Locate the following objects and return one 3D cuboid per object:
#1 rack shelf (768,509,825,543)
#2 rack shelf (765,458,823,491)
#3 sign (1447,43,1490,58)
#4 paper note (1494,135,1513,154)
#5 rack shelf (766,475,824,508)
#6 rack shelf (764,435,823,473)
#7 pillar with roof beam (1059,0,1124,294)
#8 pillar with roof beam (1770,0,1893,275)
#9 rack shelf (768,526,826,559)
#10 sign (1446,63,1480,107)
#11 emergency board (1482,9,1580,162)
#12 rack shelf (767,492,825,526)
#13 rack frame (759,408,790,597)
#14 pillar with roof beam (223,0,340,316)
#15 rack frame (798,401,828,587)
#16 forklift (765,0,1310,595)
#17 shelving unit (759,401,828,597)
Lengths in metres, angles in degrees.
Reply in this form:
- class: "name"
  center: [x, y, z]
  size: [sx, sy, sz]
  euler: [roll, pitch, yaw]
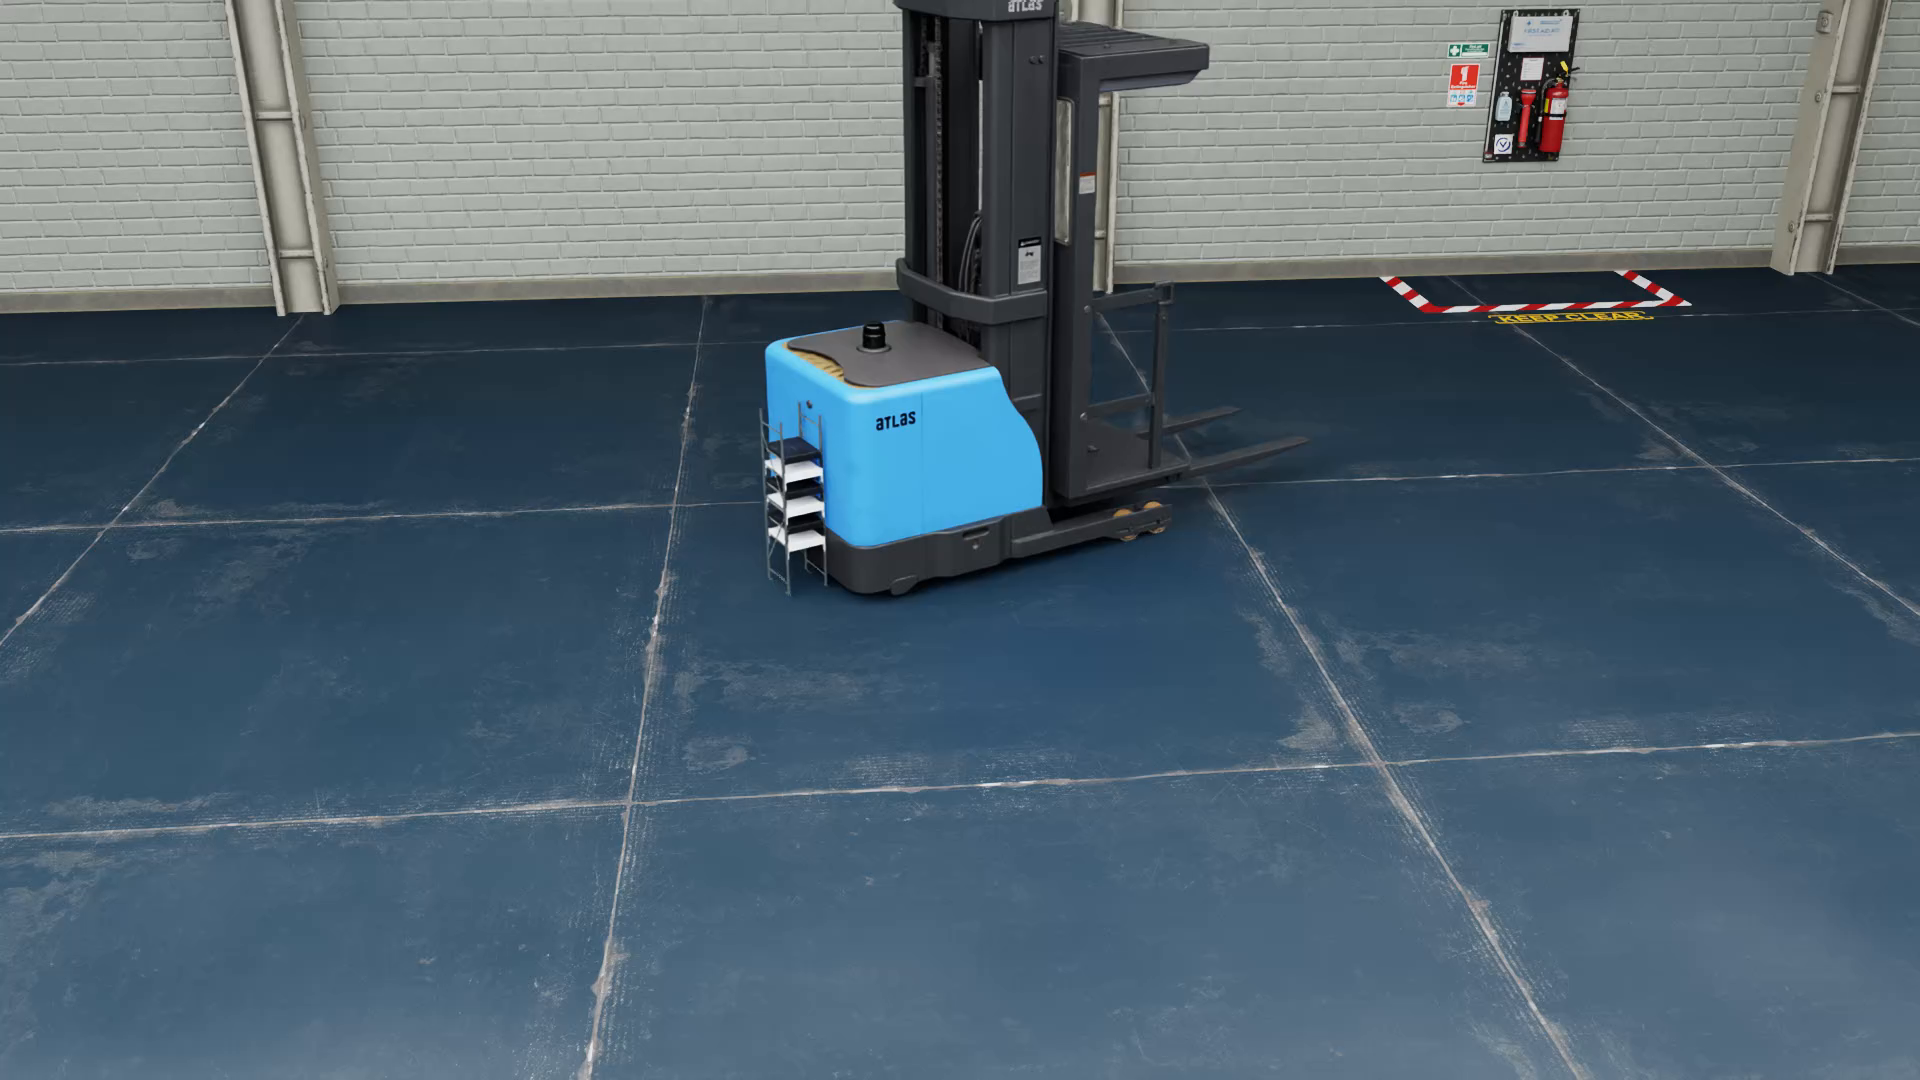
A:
- class: "rack shelf"
  center: [-0.807, -0.085, 8.137]
  size: [0.200, 0.077, 0.258]
  euler: [-14, 28, -28]
- class: "rack shelf"
  center: [-0.807, -0.332, 8.028]
  size: [0.200, 0.077, 0.258]
  euler: [-14, 28, -28]
- class: "sign"
  center: [3.950, -3.803, 12.917]
  size: [0.331, 0.109, 0.001]
  euler: [-2, 24, -5]
- class: "paper note"
  center: [4.322, -3.147, 13.221]
  size: [0.142, 0.148, 0.016]
  euler: [-2, 24, -5]
- class: "rack shelf"
  center: [-0.807, -0.250, 8.064]
  size: [0.200, 0.077, 0.258]
  euler: [-14, 28, -28]
- class: "rack shelf"
  center: [-0.807, -0.414, 7.991]
  size: [0.200, 0.077, 0.258]
  euler: [-14, 28, -28]
- class: "pillar with roof beam"
  center: [1.420, -4.374, 7.510]
  size: [0.400, 9.000, 9.100]
  euler: [-2, 24, -5]
- class: "pillar with roof beam"
  center: [7.391, -4.613, 8.049]
  size: [0.400, 9.000, 9.100]
  euler: [-2, 24, -5]
- class: "rack shelf"
  center: [-0.807, -0.003, 8.174]
  size: [0.200, 0.077, 0.258]
  euler: [-14, 28, -28]
- class: "sign"
  center: [3.945, -3.564, 13.032]
  size: [0.234, 0.329, 0.001]
  euler: [-2, 24, -5]
- class: "emergency board"
  center: [4.505, -3.528, 12.995]
  size: [0.643, 1.169, 0.194]
  euler: [-2, 24, -5]
- class: "rack shelf"
  center: [-0.807, -0.167, 8.101]
  size: [0.200, 0.077, 0.258]
  euler: [-14, 28, -28]
- class: "rack frame"
  center: [-0.894, -0.176, 8.039]
  size: [0.006, 0.900, 0.240]
  euler: [-14, 28, -28]
- class: "pillar with roof beam"
  center: [-4.551, -4.134, 6.972]
  size: [0.400, 9.000, 9.100]
  euler: [-2, 24, -5]
- class: "rack frame"
  center: [-0.720, -0.219, 8.136]
  size: [0.006, 0.900, 0.240]
  euler: [-14, 28, -28]
- class: "forklift"
  center: [0.534, -1.501, 8.519]
  size: [3.031, 2.935, 1.130]
  euler: [-14, 28, -28]
- class: "shelving unit"
  center: [-0.807, -0.198, 8.087]
  size: [0.210, 0.900, 0.258]
  euler: [-14, 28, -28]
